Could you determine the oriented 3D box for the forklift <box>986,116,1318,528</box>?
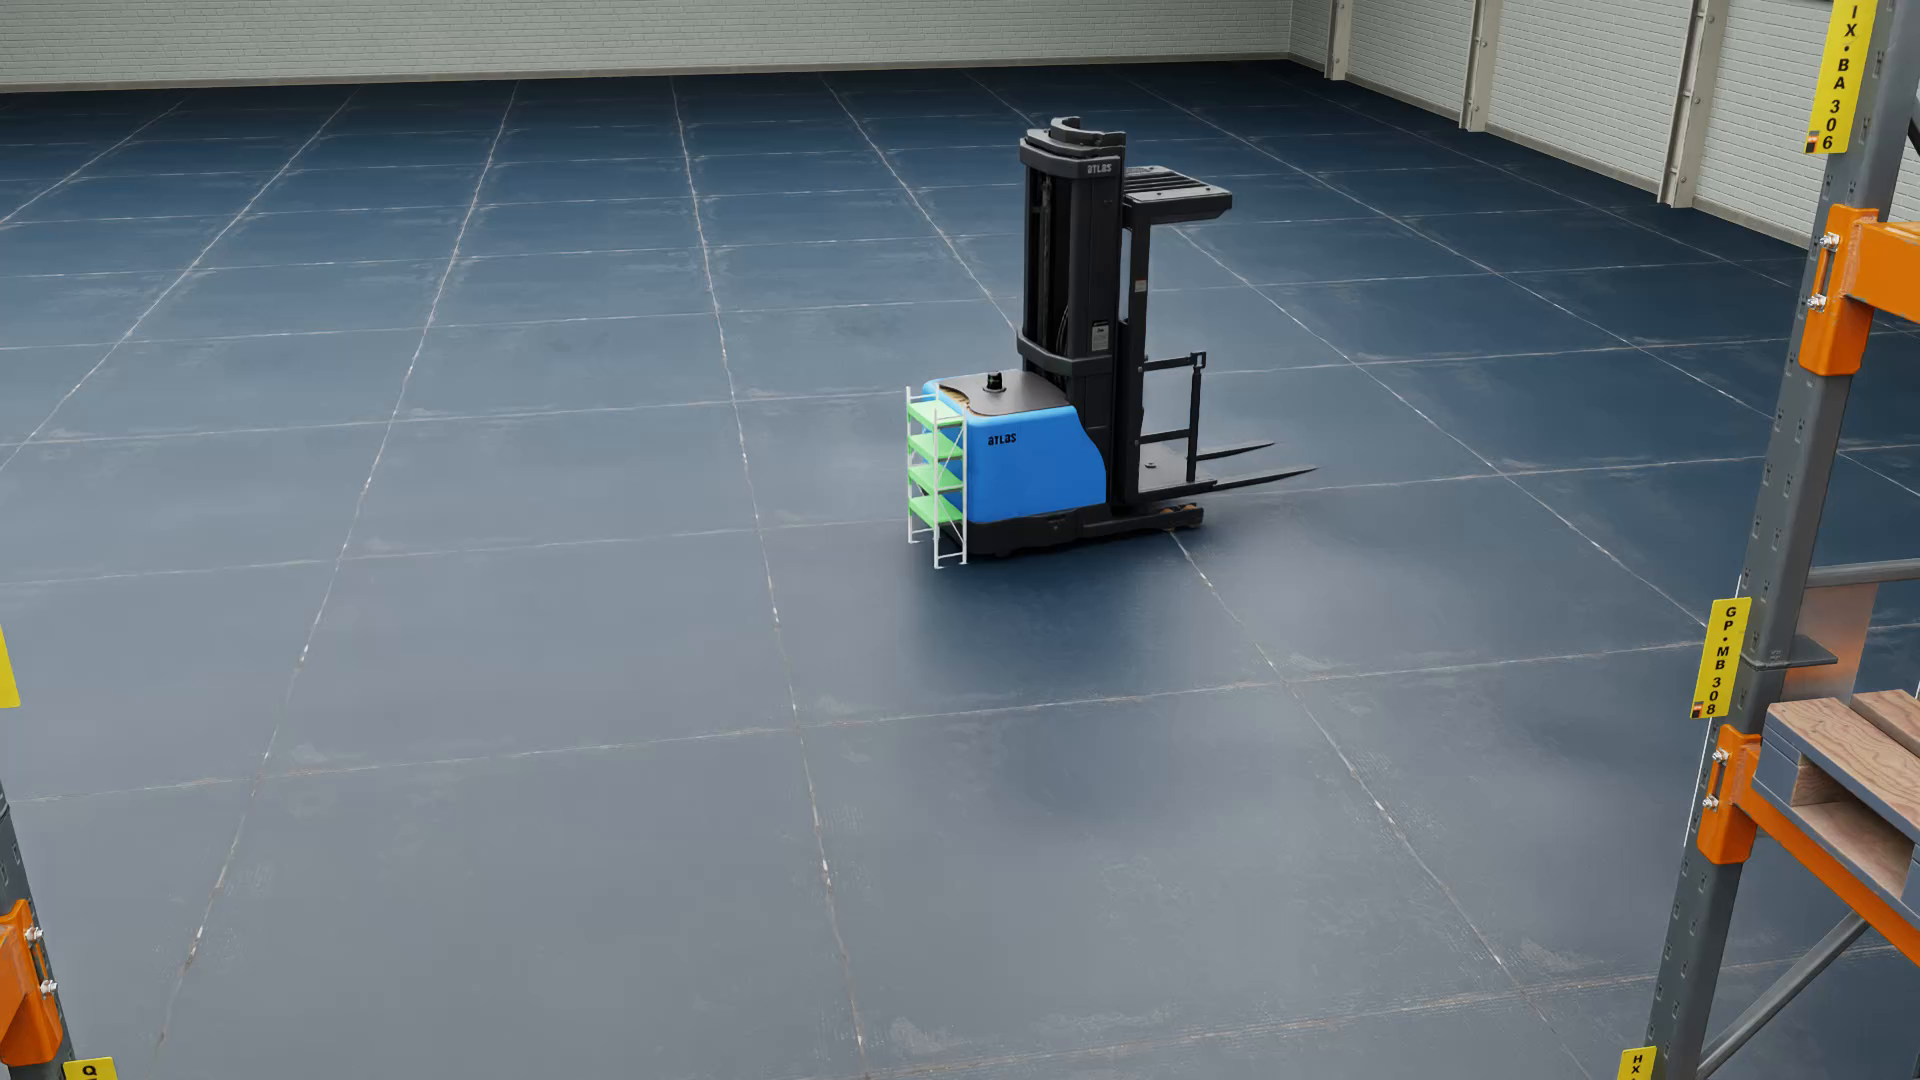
[{"bbox_3d":[1.277,-1.587,12.221,3.031,2.935,1.121,-10,25,-21],"label":"forklift"}]

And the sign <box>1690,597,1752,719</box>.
[{"bbox_3d":[1.864,0.291,4.076,0.100,0.325,0.005,-4,24,-10],"label":"sign"}]

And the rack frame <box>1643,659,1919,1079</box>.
[{"bbox_3d":[2.406,1.631,4.767,1.000,3.000,0.127,-4,24,-10],"label":"rack frame"}]

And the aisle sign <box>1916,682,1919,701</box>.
[{"bbox_3d":[2.684,0.390,4.362,0.394,0.787,0.004,-4,24,-10],"label":"aisle sign"}]

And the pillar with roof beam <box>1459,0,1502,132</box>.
[{"bbox_3d":[4.453,-10.761,25.647,9.100,9.000,0.400,-4,24,-10],"label":"pillar with roof beam"}]

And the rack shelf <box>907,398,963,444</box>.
[{"bbox_3d":[-0.165,-0.835,11.624,0.258,0.148,0.480,-10,25,-21],"label":"rack shelf"}]

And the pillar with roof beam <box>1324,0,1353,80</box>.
[{"bbox_3d":[3.343,-13.121,31.050,9.100,9.000,0.400,-4,24,-10],"label":"pillar with roof beam"}]

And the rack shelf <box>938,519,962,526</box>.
[{"bbox_3d":[-0.165,-0.202,11.900,0.199,0.029,0.442,-10,25,-21],"label":"rack shelf"}]

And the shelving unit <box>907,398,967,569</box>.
[{"bbox_3d":[-0.163,-0.452,11.785,0.258,1.200,0.492,-10,25,-21],"label":"shelving unit"}]

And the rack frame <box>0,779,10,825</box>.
[{"bbox_3d":[-2.462,-0.752,2.727,1.000,3.000,0.127,-4,24,-10],"label":"rack frame"}]

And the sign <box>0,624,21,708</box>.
[{"bbox_3d":[-1.913,0.184,3.227,0.100,0.325,0.005,-4,24,-10],"label":"sign"}]

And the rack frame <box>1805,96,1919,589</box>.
[{"bbox_3d":[2.403,-1.118,3.566,0.949,2.616,0.053,-4,24,-10],"label":"rack frame"}]

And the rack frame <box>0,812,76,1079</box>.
[{"bbox_3d":[-2.462,1.998,3.928,1.000,3.000,0.127,-4,24,-10],"label":"rack frame"}]

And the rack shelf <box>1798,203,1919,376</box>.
[{"bbox_3d":[2.776,0.182,1.990,1.077,0.370,4.000,-4,24,-10],"label":"rack shelf"}]

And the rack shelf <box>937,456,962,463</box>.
[{"bbox_3d":[-0.165,-0.641,11.708,0.199,0.029,0.442,-10,25,-21],"label":"rack shelf"}]

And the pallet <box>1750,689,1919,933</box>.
[{"bbox_3d":[2.463,0.676,3.443,1.003,0.211,1.213,-4,24,-10],"label":"pallet"}]

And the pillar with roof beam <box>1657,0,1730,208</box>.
[{"bbox_3d":[5.562,-8.401,20.243,9.100,9.000,0.400,-4,24,-10],"label":"pillar with roof beam"}]

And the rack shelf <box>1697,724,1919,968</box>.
[{"bbox_3d":[2.776,1.373,2.510,1.077,0.370,4.000,-4,24,-10],"label":"rack shelf"}]

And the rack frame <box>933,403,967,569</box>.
[{"bbox_3d":[-0.068,-0.364,11.585,0.240,1.200,0.015,-10,25,-21],"label":"rack frame"}]

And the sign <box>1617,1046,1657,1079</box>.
[{"bbox_3d":[1.864,1.543,4.623,0.100,0.325,0.005,-4,24,-10],"label":"sign"}]

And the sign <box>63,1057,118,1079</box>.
[{"bbox_3d":[-1.913,1.289,3.709,0.100,0.325,0.005,-4,24,-10],"label":"sign"}]
